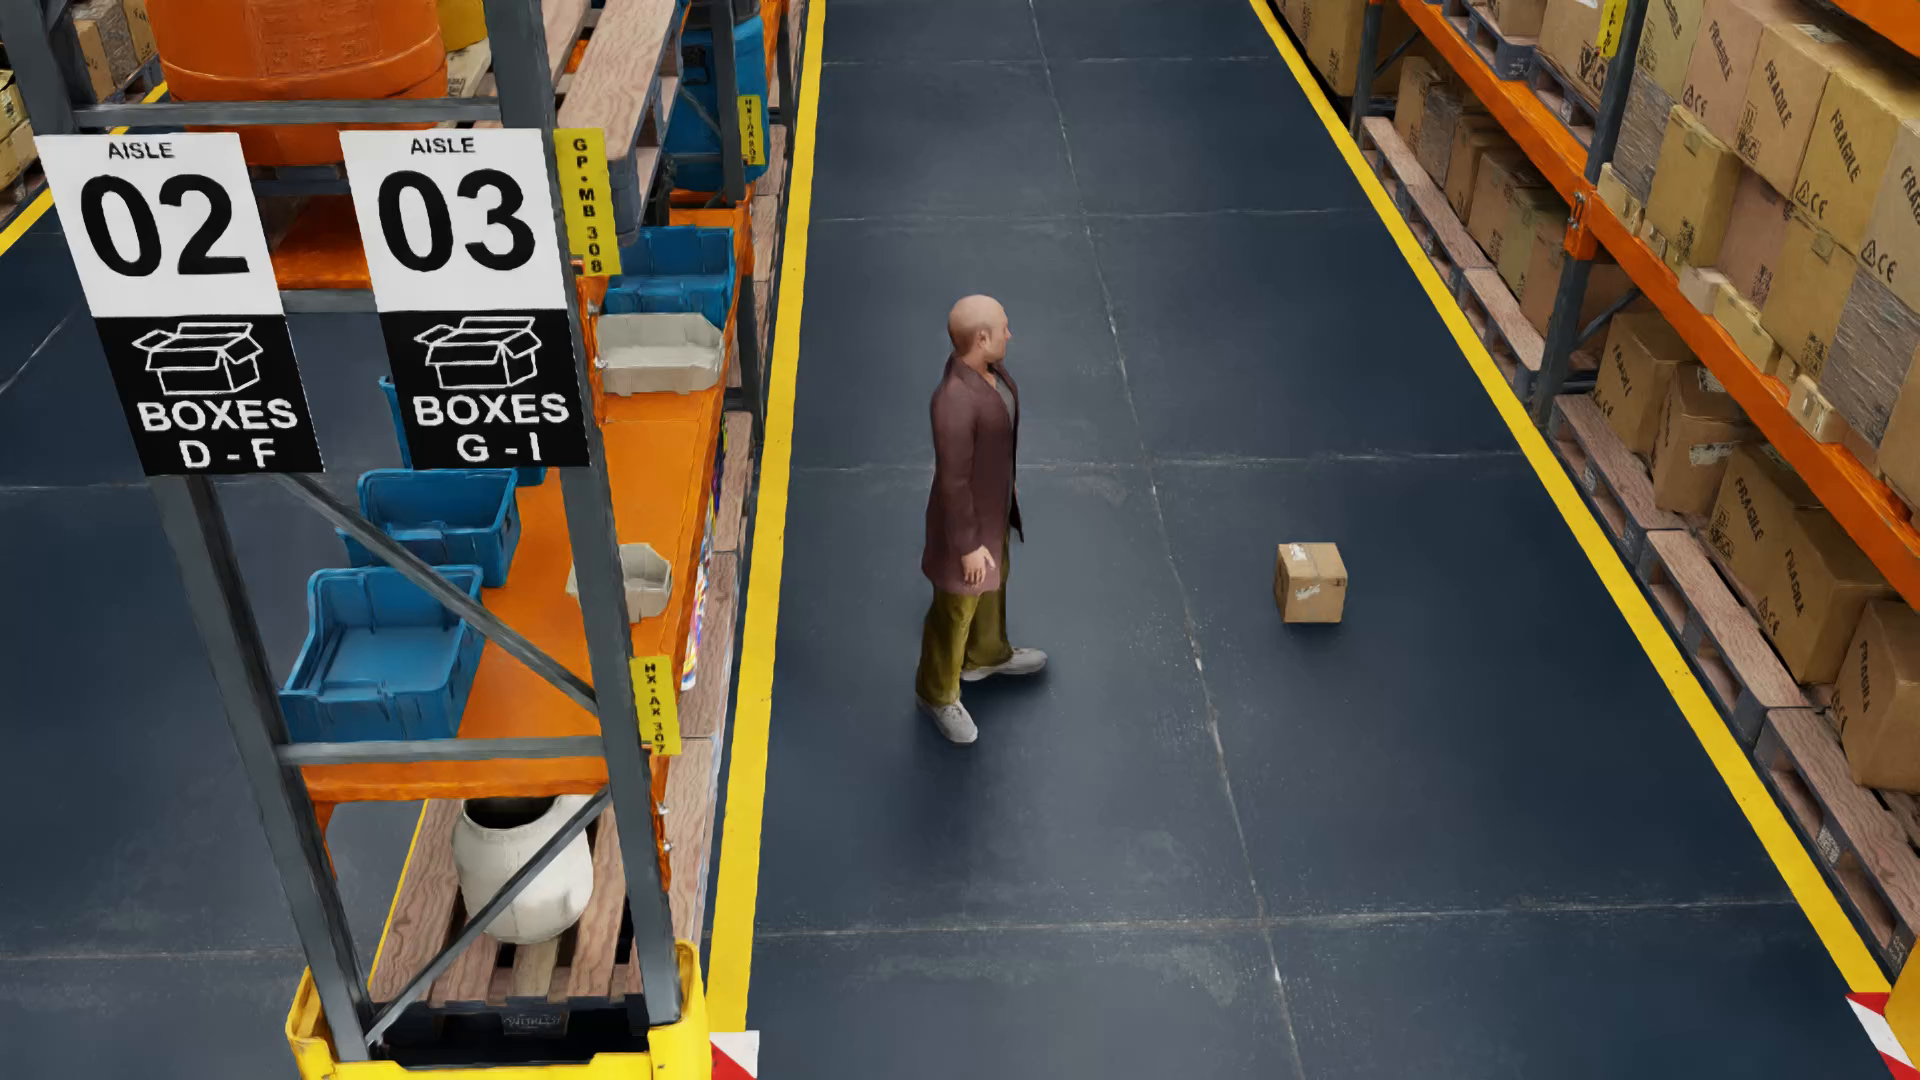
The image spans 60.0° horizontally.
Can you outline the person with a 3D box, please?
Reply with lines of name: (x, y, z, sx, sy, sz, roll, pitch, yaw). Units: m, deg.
person: (0.074, -0.105, 6.259, 0.466, 1.783, 0.660, 9, 36, 12)
